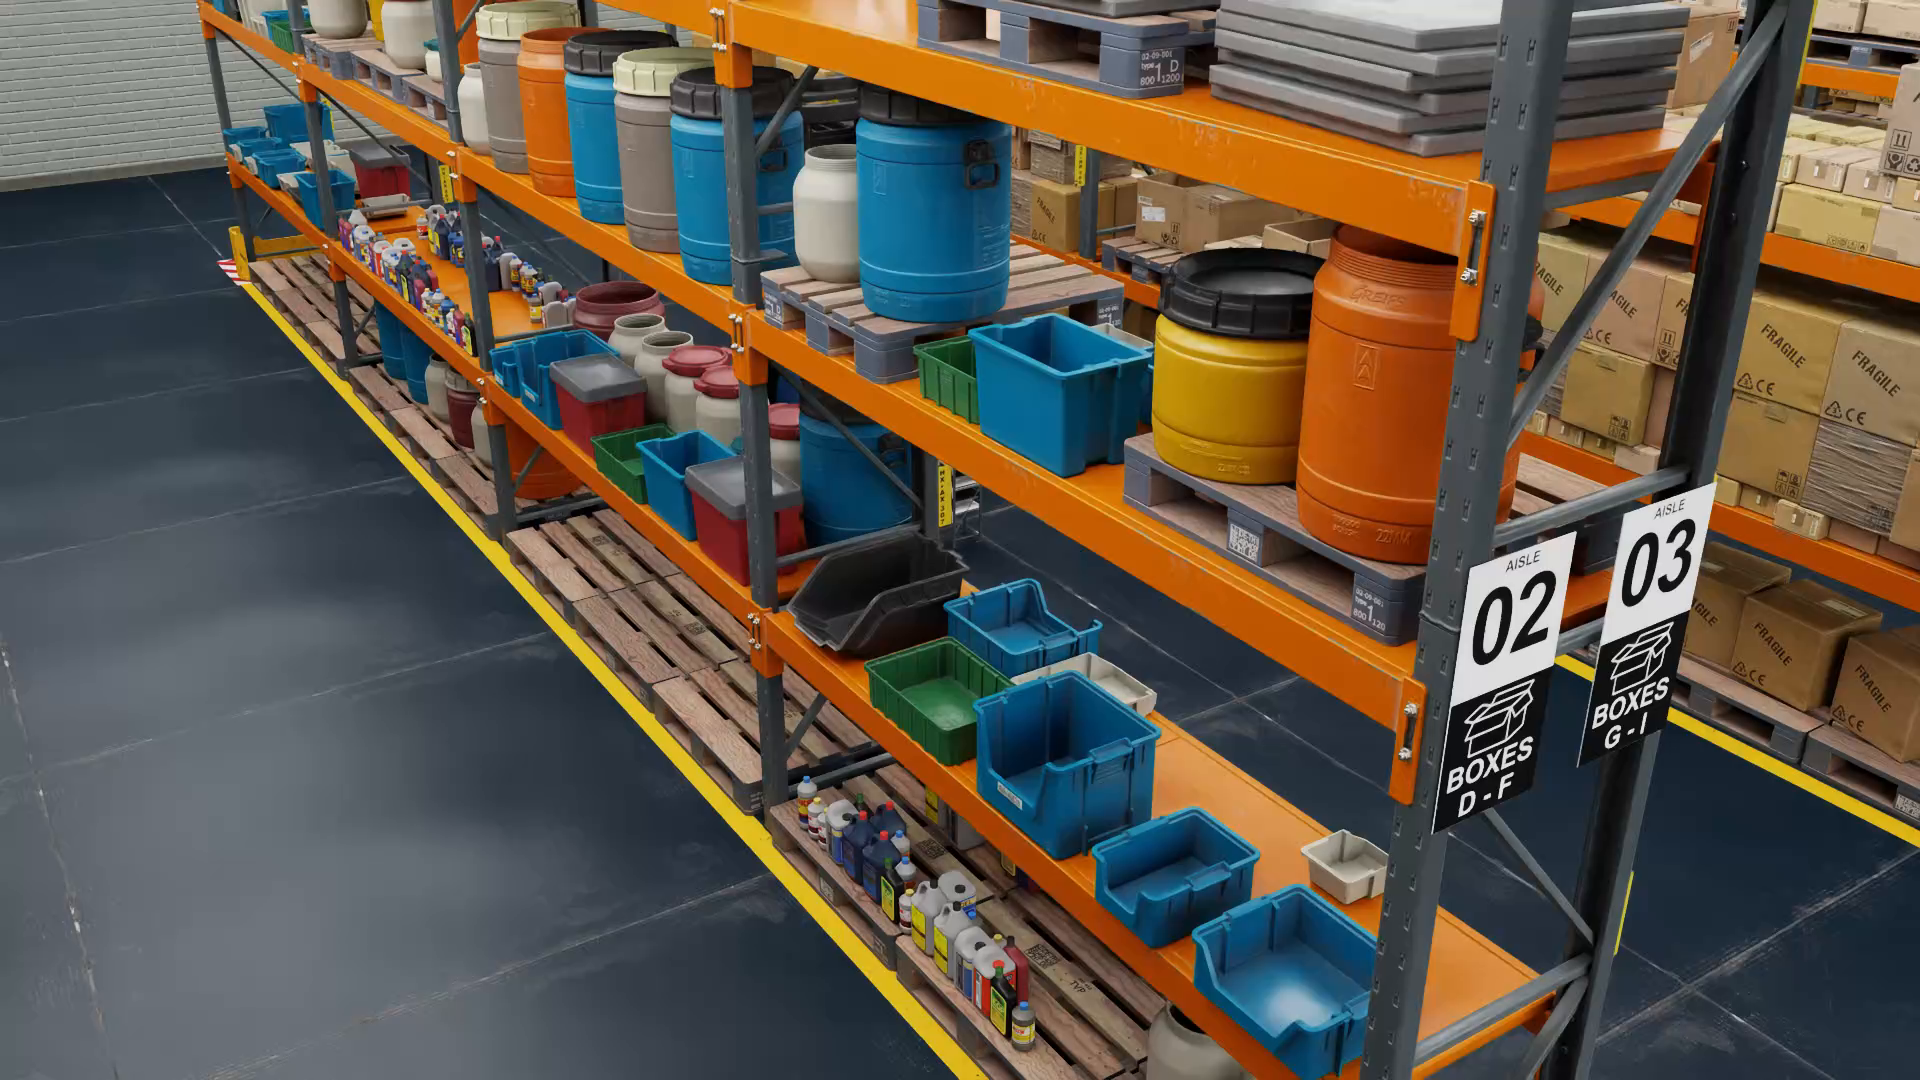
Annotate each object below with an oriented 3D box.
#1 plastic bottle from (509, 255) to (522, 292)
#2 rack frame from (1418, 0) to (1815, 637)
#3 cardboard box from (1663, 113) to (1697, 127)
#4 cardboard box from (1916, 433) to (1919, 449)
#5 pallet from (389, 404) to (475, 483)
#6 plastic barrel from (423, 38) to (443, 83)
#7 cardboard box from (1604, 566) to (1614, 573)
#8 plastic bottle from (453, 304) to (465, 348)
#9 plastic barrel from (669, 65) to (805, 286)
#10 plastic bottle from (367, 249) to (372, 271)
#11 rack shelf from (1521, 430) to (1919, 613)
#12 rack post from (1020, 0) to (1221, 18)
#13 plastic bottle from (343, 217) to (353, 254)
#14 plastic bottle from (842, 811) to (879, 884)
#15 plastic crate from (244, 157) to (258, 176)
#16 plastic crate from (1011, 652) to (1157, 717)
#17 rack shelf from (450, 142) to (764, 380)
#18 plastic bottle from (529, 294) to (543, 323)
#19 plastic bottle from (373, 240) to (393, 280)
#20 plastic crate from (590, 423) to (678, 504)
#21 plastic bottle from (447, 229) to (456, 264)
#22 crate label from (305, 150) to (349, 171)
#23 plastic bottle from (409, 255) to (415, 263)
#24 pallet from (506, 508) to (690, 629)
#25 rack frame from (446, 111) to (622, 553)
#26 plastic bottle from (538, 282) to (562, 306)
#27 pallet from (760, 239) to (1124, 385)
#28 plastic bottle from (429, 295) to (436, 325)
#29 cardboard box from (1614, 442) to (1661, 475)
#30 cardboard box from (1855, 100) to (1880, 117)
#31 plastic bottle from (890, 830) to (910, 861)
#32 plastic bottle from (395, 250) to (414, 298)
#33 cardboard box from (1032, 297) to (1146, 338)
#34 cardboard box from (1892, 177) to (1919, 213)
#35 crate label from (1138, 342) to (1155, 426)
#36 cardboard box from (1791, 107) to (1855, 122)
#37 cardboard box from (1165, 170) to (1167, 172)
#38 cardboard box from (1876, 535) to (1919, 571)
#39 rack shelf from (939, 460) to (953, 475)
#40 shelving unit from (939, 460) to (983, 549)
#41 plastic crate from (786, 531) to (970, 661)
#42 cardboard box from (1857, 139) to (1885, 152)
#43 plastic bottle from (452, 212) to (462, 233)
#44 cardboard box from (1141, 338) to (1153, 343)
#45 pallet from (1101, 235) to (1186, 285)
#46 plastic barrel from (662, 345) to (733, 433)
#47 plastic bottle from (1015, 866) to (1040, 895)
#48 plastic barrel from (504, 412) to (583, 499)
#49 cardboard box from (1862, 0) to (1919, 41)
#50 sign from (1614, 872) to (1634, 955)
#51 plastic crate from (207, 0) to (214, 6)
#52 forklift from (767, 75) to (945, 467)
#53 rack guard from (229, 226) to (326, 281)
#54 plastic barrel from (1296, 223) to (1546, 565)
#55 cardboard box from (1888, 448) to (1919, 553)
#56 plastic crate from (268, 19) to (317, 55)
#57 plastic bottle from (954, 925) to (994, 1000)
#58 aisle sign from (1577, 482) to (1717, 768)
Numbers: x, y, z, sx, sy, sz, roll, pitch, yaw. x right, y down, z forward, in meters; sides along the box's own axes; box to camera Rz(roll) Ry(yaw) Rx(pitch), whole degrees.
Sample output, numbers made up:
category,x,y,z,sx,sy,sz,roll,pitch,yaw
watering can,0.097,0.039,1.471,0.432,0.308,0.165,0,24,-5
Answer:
category,x,y,z,sx,sy,sz,roll,pitch,yaw
plastic bottle,-3.375,-2.033,12.657,0.097,0.271,0.097,0,25,0
rack frame,1.629,-1.252,3.824,1.000,3.000,0.127,-16,29,-30
cardboard box,3.848,-2.223,9.103,0.380,0.149,0.250,-15,29,-29
cardboard box,4.994,-0.642,7.922,0.500,0.500,0.500,-16,29,-30
pallet,-3.866,-0.848,13.261,1.003,0.211,1.213,-16,29,-30
plastic barrel,-3.446,-3.234,11.205,0.301,0.262,0.301,0,25,0
cardboard box,4.099,0.172,10.271,0.500,0.500,0.500,-6,26,-13
plastic bottle,-3.443,-1.476,11.461,0.061,0.283,0.133,-16,29,-30
plastic barrel,-1.014,-1.684,7.666,0.600,0.901,0.708,-16,29,-30
plastic bottle,-4.642,-2.239,13.174,0.097,0.201,0.097,0,25,0
rack shelf,4.687,-0.083,9.218,1.077,0.370,4.000,-16,29,-30
rack post,0.545,-1.904,5.292,0.937,0.300,0.954,-16,30,-31
plastic bottle,-5.006,-2.500,13.632,0.061,0.283,0.133,-16,29,-30
plastic bottle,-0.462,1.414,7.790,0.144,0.351,0.185,-15,29,-28
plastic crate,-6.771,-3.628,16.123,0.250,0.136,0.298,-16,29,-30
plastic crate,0.544,0.671,7.086,0.530,0.136,0.437,-16,29,-30
rack shelf,-1.647,-1.716,9.164,1.077,0.370,4.000,-16,29,-30
plastic bottle,-3.051,-1.671,11.970,0.097,0.201,0.097,0,25,0
plastic bottle,-4.483,-2.190,12.982,0.152,0.276,0.135,-16,29,-30
plastic crate,-1.742,-0.431,9.360,0.450,0.188,0.662,-16,29,-30
plastic bottle,-4.056,-2.361,13.350,0.097,0.271,0.097,0,25,0
crate label,-6.190,-3.719,16.316,0.396,0.136,0.243,-16,29,-30
plastic bottle,-4.262,-2.109,12.898,0.097,0.201,0.097,0,25,0
pallet,-2.348,0.147,11.155,1.003,0.211,1.213,-16,29,-30
rack frame,-2.738,-1.401,11.166,1.000,3.000,0.127,-16,29,-30
plastic bottle,-2.956,-1.740,12.030,0.152,0.276,0.135,-16,29,-30
pallet,-0.079,-1.006,7.036,1.213,0.211,1.003,-16,29,-30
plastic bottle,-3.756,-1.658,11.944,0.097,0.201,0.097,0,25,0
cardboard box,3.992,-0.502,9.556,0.380,0.149,0.250,-16,29,-30
cardboard box,9.862,-4.672,17.898,0.380,0.149,0.250,-18,30,-33
plastic bottle,-0.281,1.474,7.757,0.097,0.271,0.097,0,25,0
plastic bottle,-4.166,-2.013,12.520,0.144,0.351,0.185,-16,29,-30
cardboard box,1.052,-2.036,14.508,1.225,0.875,0.875,-17,30,-32
cardboard box,4.662,-1.656,7.902,0.380,0.149,0.250,-17,30,-32
crate label,0.884,-0.575,6.077,0.502,0.251,0.408,-16,29,-30
cardboard box,6.972,-3.282,13.862,0.700,0.500,0.500,-15,29,-29
cardboard box,2.681,-4.365,19.944,0.380,0.149,0.250,-17,30,-31
cardboard box,4.909,0.007,8.478,0.380,0.149,0.250,-16,29,-30
rack shelf,-0.004,-0.542,11.464,0.258,0.077,0.200,-16,29,-30
shelving unit,-0.004,-0.410,11.526,0.258,0.900,0.210,-16,29,-30
plastic crate,-0.376,0.275,7.689,0.767,0.338,0.504,-16,29,-30
cardboard box,4.812,-1.957,8.539,0.380,0.149,0.250,-17,30,-31
plastic bottle,-4.045,-2.490,13.532,0.144,0.351,0.185,-16,29,-30
cardboard box,1.794,-1.388,13.553,0.700,0.500,0.500,-17,30,-32
pallet,1.890,-2.238,13.164,1.213,0.211,1.003,-16,29,-30
plastic barrel,-1.530,-0.842,9.823,0.433,0.535,0.433,0,25,0
plastic bottle,0.316,1.491,7.707,0.061,0.283,0.133,-16,29,-30
plastic barrel,-3.020,-0.780,11.902,0.600,0.830,0.708,-16,29,-30
cardboard box,7.286,-3.983,12.689,0.500,0.250,0.500,-15,29,-29
sign,2.092,1.209,5.313,0.100,0.325,0.005,-16,29,-30
plastic crate,-7.129,-5.357,16.185,0.497,0.269,0.590,-16,29,-30
forklift,-1.209,-2.182,12.902,1.130,2.935,3.031,-14,29,-28
rack guard,-7.130,-3.137,17.772,1.175,0.500,0.348,-16,29,-30
plastic barrel,1.257,-0.424,4.588,0.600,0.830,0.708,-16,29,-30
cardboard box,5.128,-0.227,8.214,0.875,0.500,0.500,-16,29,-30
plastic crate,-5.406,-4.173,13.773,0.450,0.188,0.662,-16,29,-30
plastic bottle,0.069,1.793,7.077,0.152,0.276,0.135,-16,30,-31
aisle sign,1.914,0.243,4.639,0.394,0.787,0.004,-16,29,-30
